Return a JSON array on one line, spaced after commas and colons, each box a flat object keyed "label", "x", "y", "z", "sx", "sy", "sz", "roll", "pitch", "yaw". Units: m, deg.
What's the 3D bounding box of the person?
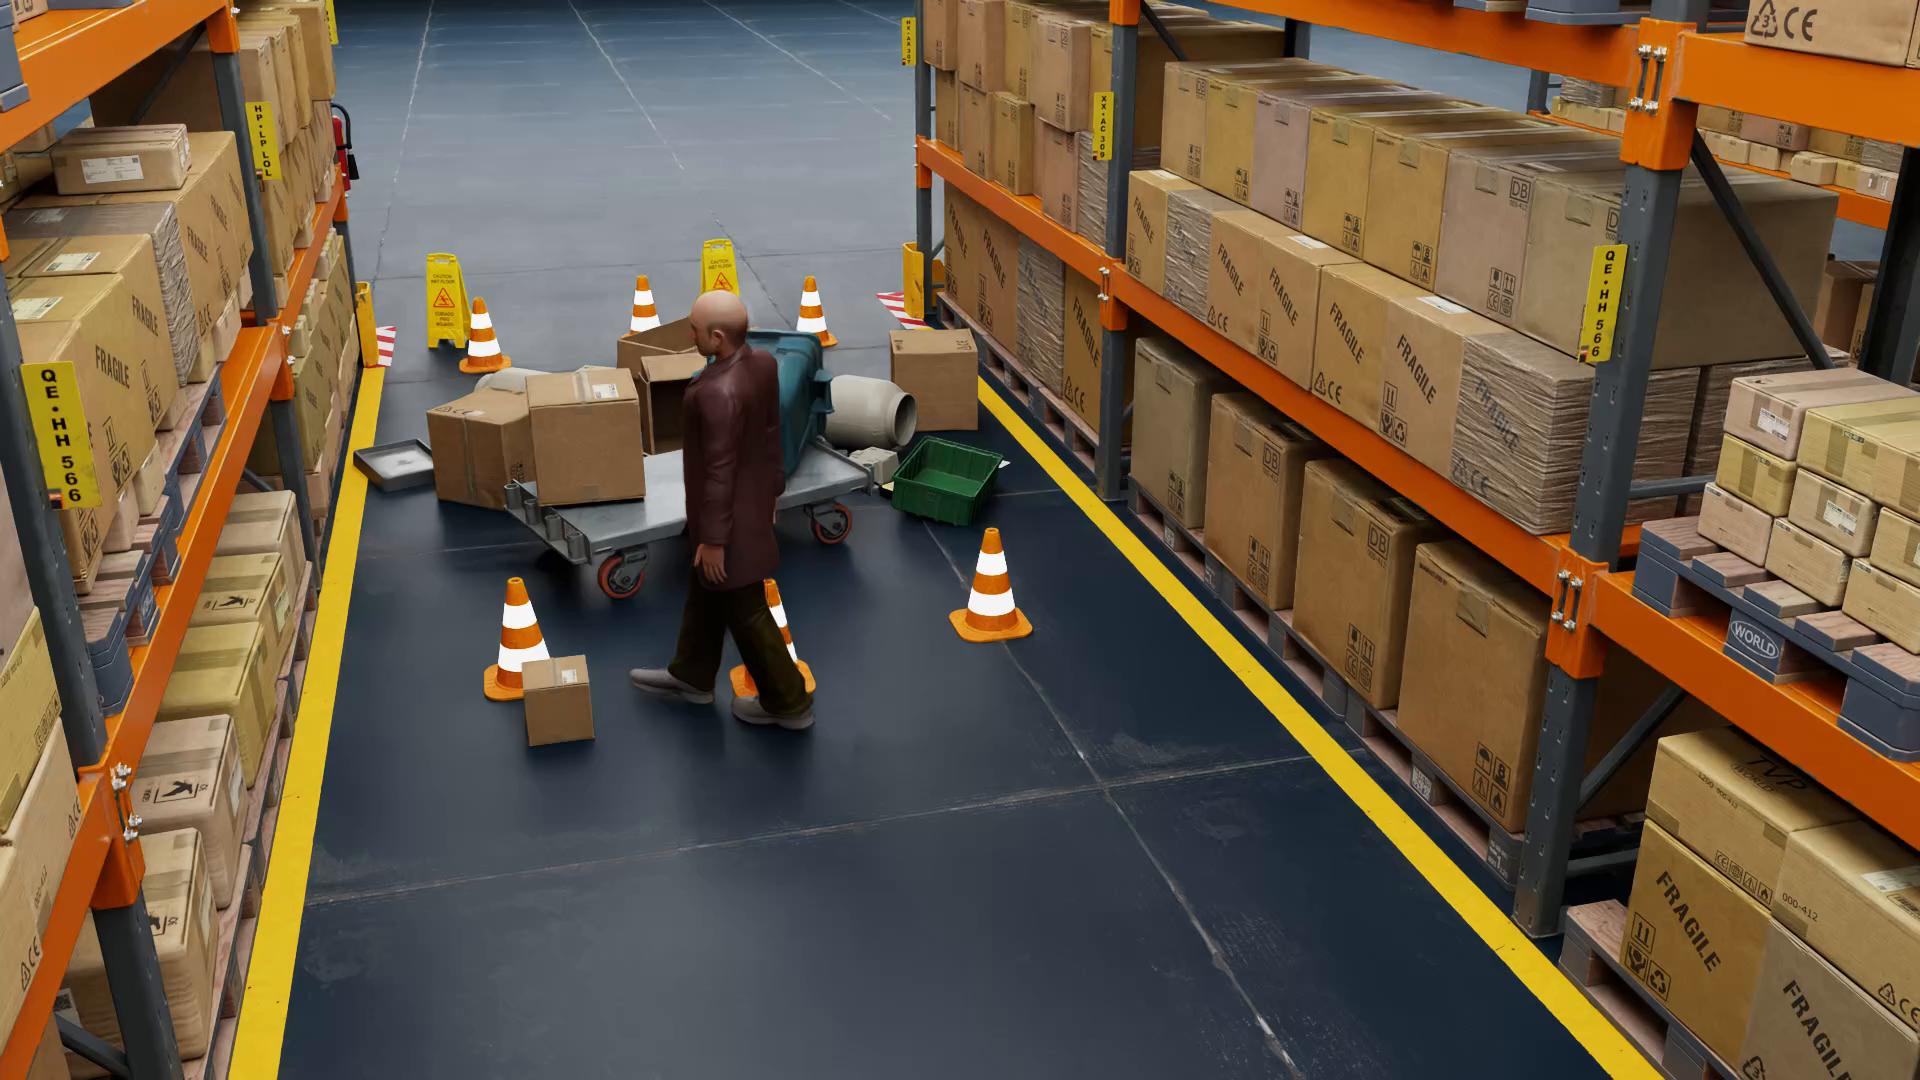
[{"label": "person", "x": -0.975, "y": -0.106, "z": 6.357, "sx": 0.831, "sy": 1.759, "sz": 0.634, "roll": 5, "pitch": 23, "yaw": 11}]
